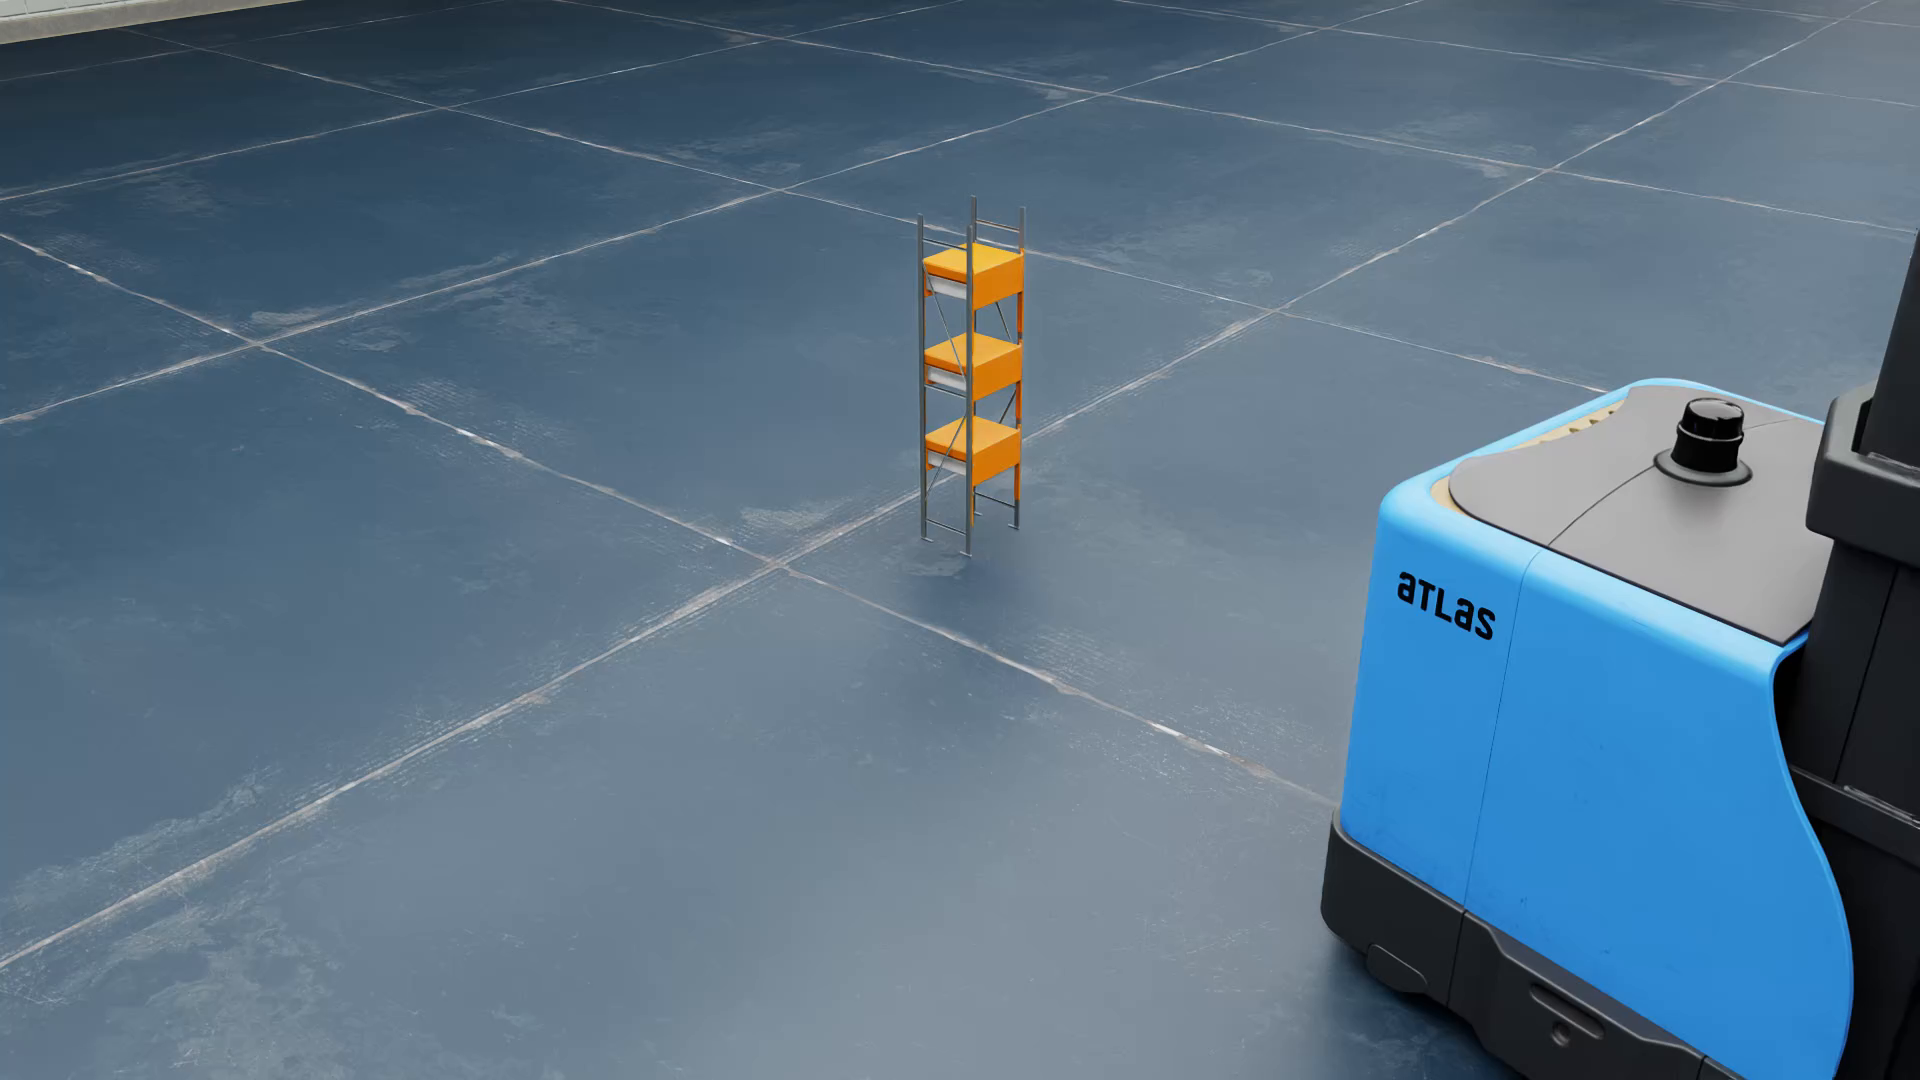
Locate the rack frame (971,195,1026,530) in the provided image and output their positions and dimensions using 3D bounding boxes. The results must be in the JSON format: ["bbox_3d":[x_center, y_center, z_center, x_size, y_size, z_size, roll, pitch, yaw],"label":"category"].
[{"bbox_3d":[0.112,-0.529,5.129,0.200,1.050,0.008,21,34,34],"label":"rack frame"}]

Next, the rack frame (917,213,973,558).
[{"bbox_3d":[-0.044,-0.442,4.962,0.200,1.050,0.008,21,34,34],"label":"rack frame"}]

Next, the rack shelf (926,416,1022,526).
[{"bbox_3d":[0.034,-0.229,5.178,0.215,0.259,0.240,21,34,34],"label":"rack shelf"}]

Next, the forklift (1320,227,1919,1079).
[{"bbox_3d":[2.088,-0.056,2.168,1.130,2.935,3.031,-20,34,-34],"label":"forklift"}]

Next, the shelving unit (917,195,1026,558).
[{"bbox_3d":[0.034,-0.485,5.045,0.215,1.050,0.252,21,34,34],"label":"shelving unit"}]

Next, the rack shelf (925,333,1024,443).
[{"bbox_3d":[0.034,-0.476,5.050,0.215,0.259,0.240,21,34,34],"label":"rack shelf"}]

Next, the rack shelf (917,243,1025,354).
[{"bbox_3d":[0.034,-0.728,4.920,0.215,0.259,0.240,21,34,34],"label":"rack shelf"}]
